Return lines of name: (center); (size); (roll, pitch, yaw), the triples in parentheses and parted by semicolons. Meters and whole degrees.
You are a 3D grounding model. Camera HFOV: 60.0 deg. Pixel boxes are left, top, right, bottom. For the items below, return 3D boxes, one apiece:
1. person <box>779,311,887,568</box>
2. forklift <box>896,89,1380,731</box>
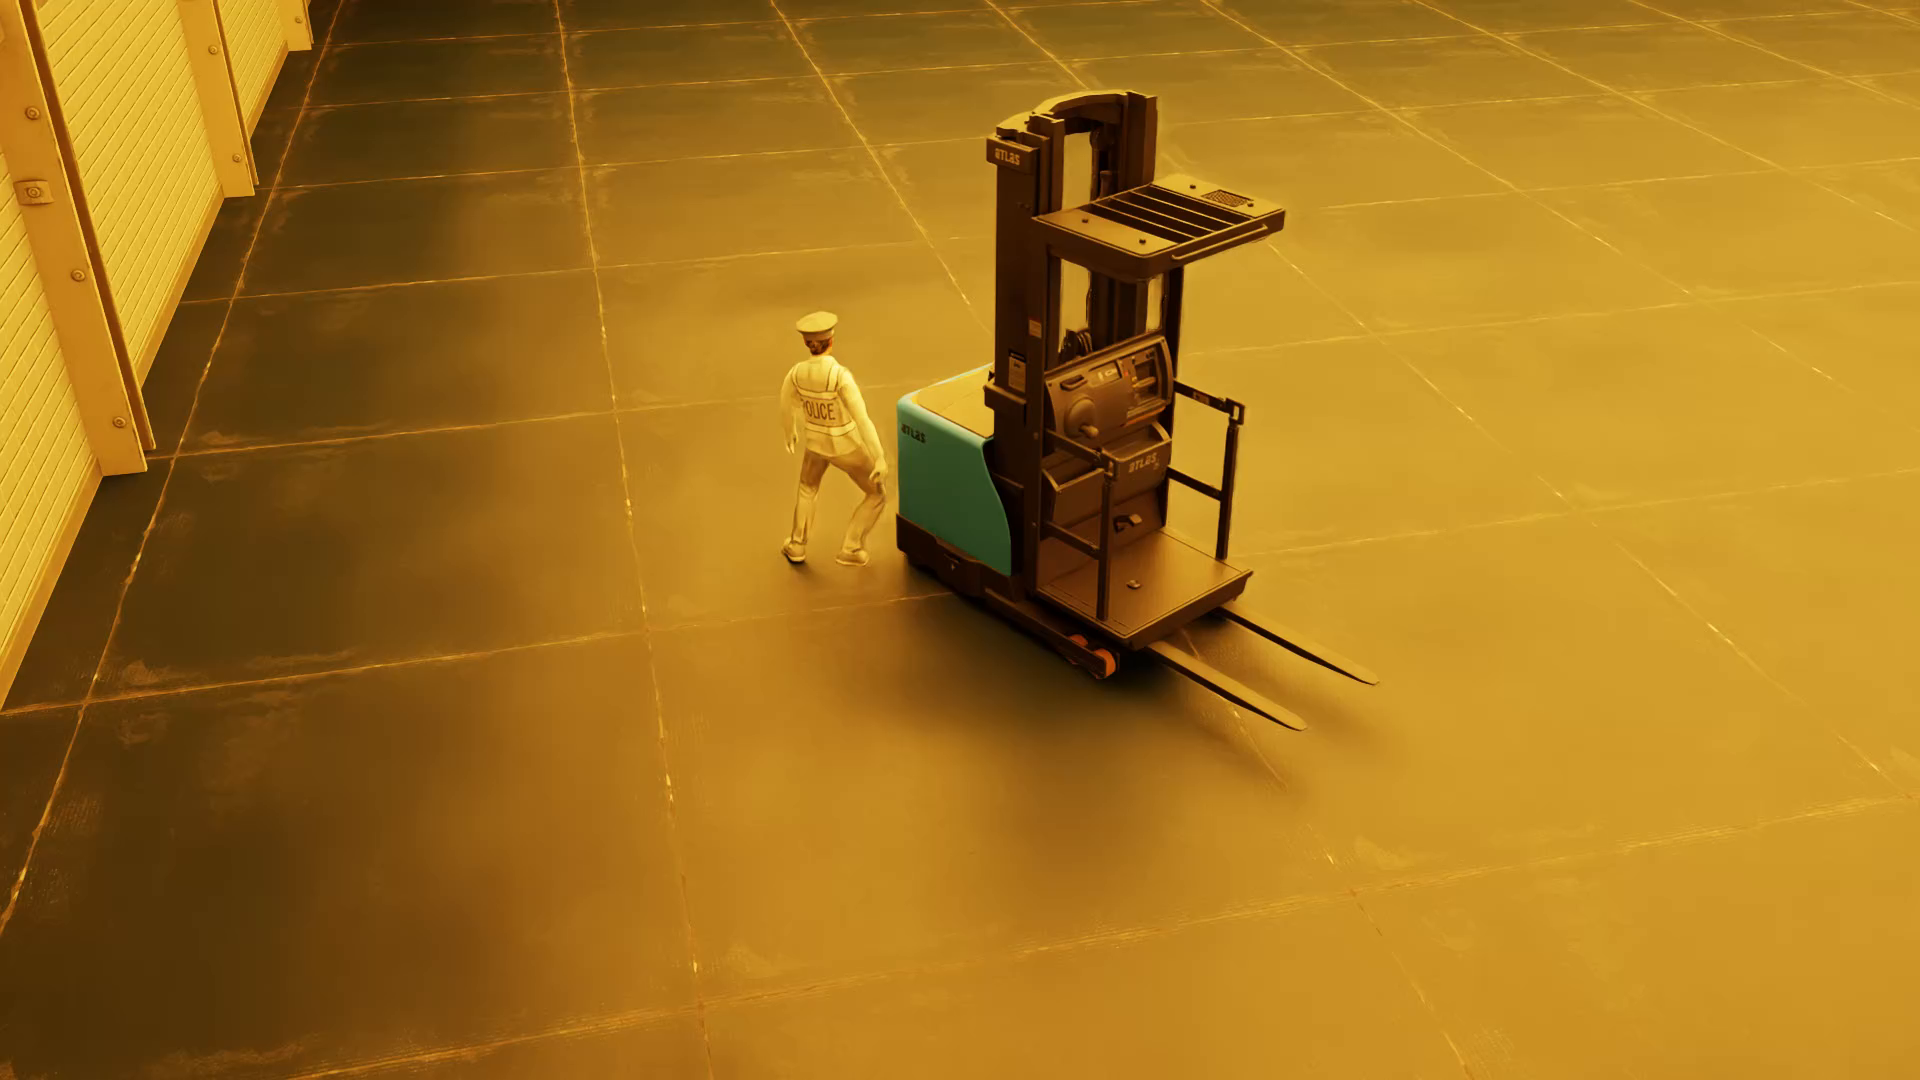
person: (-0.751, -0.557, 9.899); (0.817, 1.587, 0.460); (18, 35, 28)
forklift: (0.963, -0.789, 8.938); (1.130, 2.935, 3.031); (-24, 38, -35)
